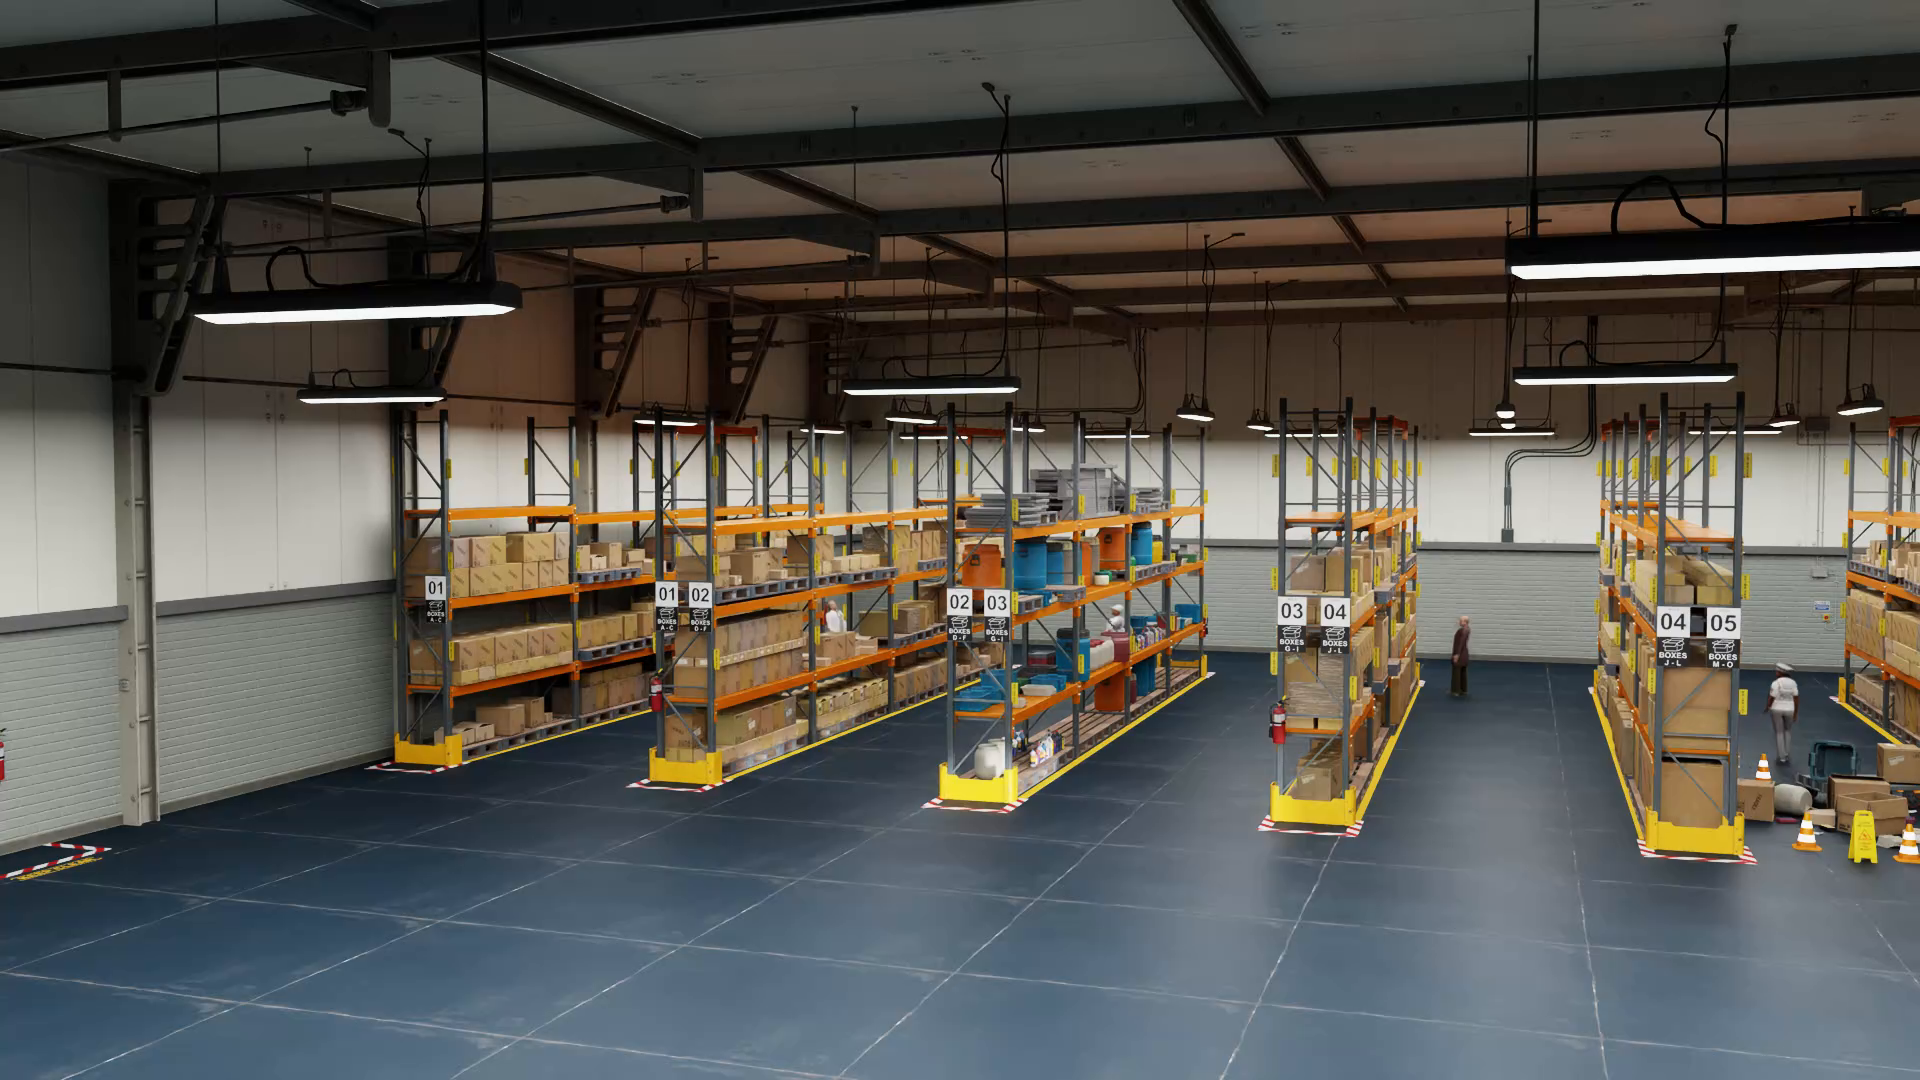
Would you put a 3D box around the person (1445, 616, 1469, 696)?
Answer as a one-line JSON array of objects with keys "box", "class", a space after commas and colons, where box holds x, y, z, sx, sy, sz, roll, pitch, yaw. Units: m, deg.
[{"box": [10.962, 2.548, 36.601, 0.518, 1.778, 0.638, 2, 3, 32], "class": "person"}]

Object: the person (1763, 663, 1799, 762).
[{"box": [13.988, 2.942, 28.323, 0.527, 1.708, 0.732, 1, 3, 15], "class": "person"}]

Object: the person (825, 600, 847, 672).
[{"box": [-2.980, 2.392, 41.145, 0.647, 1.787, 0.555, -2, 3, -33], "class": "person"}]

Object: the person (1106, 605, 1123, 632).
[{"box": [3.636, 2.443, 39.690, 0.644, 1.814, 0.514, -2, 3, -39], "class": "person"}]
